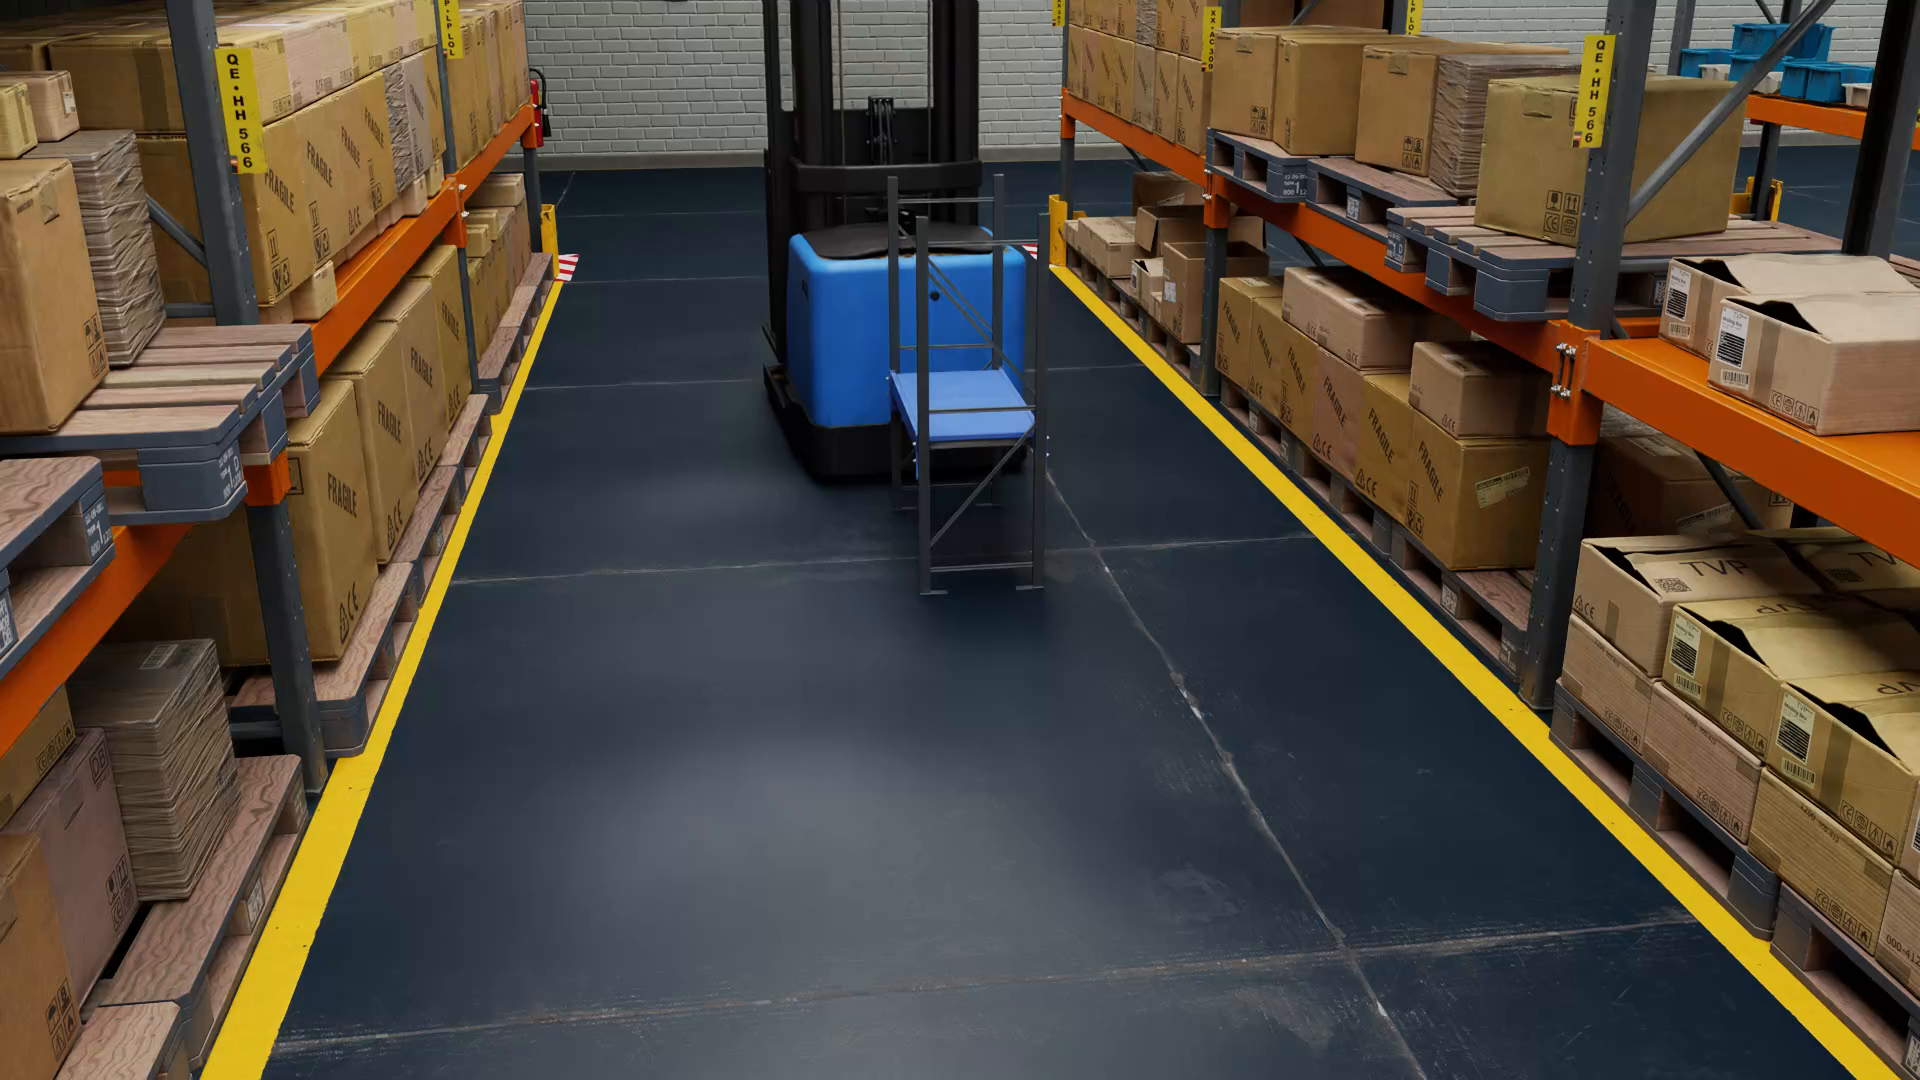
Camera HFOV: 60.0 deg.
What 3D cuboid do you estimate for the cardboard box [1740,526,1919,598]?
[{"bbox_3d":[2.753,0.133,5.102,0.500,0.311,0.500,-2,21,-6],"label":"cardboard box"}]

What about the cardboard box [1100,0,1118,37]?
[{"bbox_3d":[1.234,-3.629,11.073,0.500,0.500,0.500,-3,21,-7],"label":"cardboard box"}]

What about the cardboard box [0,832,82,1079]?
[{"bbox_3d":[-2.254,0.953,3.322,0.700,0.500,0.500,-3,21,-8],"label":"cardboard box"}]

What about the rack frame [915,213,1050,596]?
[{"bbox_3d":[0.086,-0.497,6.403,0.500,1.500,0.032,-3,21,-8],"label":"rack frame"}]

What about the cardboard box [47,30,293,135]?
[{"bbox_3d":[-2.282,-1.341,4.851,0.500,0.250,0.500,-2,21,-6],"label":"cardboard box"}]

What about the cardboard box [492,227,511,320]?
[{"bbox_3d":[-3.192,-1.640,10.294,0.700,0.500,0.500,-2,21,-6],"label":"cardboard box"}]

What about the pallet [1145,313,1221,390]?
[{"bbox_3d":[1.759,-1.181,10.078,1.003,0.211,1.213,-3,21,-8],"label":"pallet"}]

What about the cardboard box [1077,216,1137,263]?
[{"bbox_3d":[1.150,-2.177,12.059,0.500,0.250,0.500,-3,21,-8],"label":"cardboard box"}]

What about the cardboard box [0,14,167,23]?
[{"bbox_3d":[-2.932,-1.662,5.710,0.500,0.250,0.500,-3,21,-9],"label":"cardboard box"}]

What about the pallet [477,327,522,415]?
[{"bbox_3d":[-3.077,-0.960,9.484,1.003,0.211,1.213,-3,21,-8],"label":"pallet"}]

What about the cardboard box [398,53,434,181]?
[{"bbox_3d":[-2.645,-1.871,7.342,0.500,0.500,0.500,-3,21,-7],"label":"cardboard box"}]

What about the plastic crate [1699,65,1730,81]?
[{"bbox_3d":[5.857,-3.571,12.780,0.250,0.136,0.298,-3,21,-8],"label":"plastic crate"}]

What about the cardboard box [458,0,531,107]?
[{"bbox_3d":[-3.538,-3.348,11.465,0.980,0.700,0.700,-2,21,-5],"label":"cardboard box"}]

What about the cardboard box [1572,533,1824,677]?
[{"bbox_3d":[2.219,0.160,5.029,0.500,0.311,0.500,-2,21,-6],"label":"cardboard box"}]

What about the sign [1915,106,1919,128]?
[{"bbox_3d":[2.982,-1.436,5.120,0.100,0.325,0.005,-3,21,-8],"label":"sign"}]

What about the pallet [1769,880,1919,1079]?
[{"bbox_3d":[2.686,1.150,3.836,1.003,0.211,1.213,-3,21,-8],"label":"pallet"}]

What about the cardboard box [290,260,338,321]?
[{"bbox_3d":[-2.268,-0.815,5.442,0.380,0.149,0.250,-2,21,-6],"label":"cardboard box"}]

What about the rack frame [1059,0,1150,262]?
[{"bbox_3d":[1.280,-3.635,12.661,1.000,3.000,0.127,-3,21,-8],"label":"rack frame"}]

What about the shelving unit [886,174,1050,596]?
[{"bbox_3d":[0.012,-0.673,6.875,0.538,1.500,1.048,-3,21,-8],"label":"shelving unit"}]

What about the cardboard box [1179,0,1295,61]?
[{"bbox_3d":[1.528,-2.927,9.194,0.500,0.500,0.500,-3,21,-7],"label":"cardboard box"}]

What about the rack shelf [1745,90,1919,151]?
[{"bbox_3d":[6.471,-2.854,11.598,1.077,0.370,4.000,-3,21,-8],"label":"rack shelf"}]

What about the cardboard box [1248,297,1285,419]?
[{"bbox_3d":[1.774,-0.921,8.339,0.500,0.500,0.500,-3,21,-7],"label":"cardboard box"}]

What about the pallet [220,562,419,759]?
[{"bbox_3d":[-2.507,0.416,5.801,1.003,0.211,1.213,-3,21,-8],"label":"pallet"}]

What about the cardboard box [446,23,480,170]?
[{"bbox_3d":[-3.106,-2.328,8.733,0.980,0.700,0.700,-3,21,-7],"label":"cardboard box"}]

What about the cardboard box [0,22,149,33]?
[{"bbox_3d":[-2.861,-1.484,5.234,0.500,0.250,0.500,-4,21,-10],"label":"cardboard box"}]

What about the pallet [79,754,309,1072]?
[{"bbox_3d":[-2.357,0.963,4.336,1.003,0.211,1.213,-3,21,-8],"label":"pallet"}]

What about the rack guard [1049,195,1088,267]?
[{"bbox_3d":[1.291,-2.437,13.028,1.175,0.500,0.348,-3,21,-8],"label":"rack guard"}]

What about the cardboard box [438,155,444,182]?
[{"bbox_3d":[-2.715,-1.788,8.046,0.380,0.149,0.250,-3,21,-7],"label":"cardboard box"}]

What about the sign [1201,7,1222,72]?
[{"bbox_3d":[1.321,-2.625,8.721,0.100,0.325,0.005,-3,21,-8],"label":"sign"}]

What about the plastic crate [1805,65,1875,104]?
[{"bbox_3d":[6.125,-3.171,11.573,0.416,0.233,0.300,-3,21,-8],"label":"plastic crate"}]

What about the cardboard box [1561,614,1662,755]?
[{"bbox_3d":[2.219,0.423,5.127,0.500,0.250,0.500,-3,21,-8],"label":"cardboard box"}]

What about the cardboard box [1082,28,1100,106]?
[{"bbox_3d":[1.163,-3.336,11.719,0.500,0.500,0.500,-3,21,-8],"label":"cardboard box"}]

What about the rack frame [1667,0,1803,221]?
[{"bbox_3d":[6.183,-3.883,13.326,1.000,3.000,0.127,-3,21,-8],"label":"rack frame"}]

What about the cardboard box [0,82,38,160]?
[{"bbox_3d":[-2.327,-0.942,3.752,0.380,0.149,0.250,-6,21,-17],"label":"cardboard box"}]

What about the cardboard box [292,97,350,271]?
[{"bbox_3d":[-2.351,-1.172,5.471,0.500,0.500,0.500,-2,21,-6],"label":"cardboard box"}]

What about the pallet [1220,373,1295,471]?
[{"bbox_3d":[2.012,-0.664,8.692,1.003,0.211,1.213,-3,21,-8],"label":"pallet"}]

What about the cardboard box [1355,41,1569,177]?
[{"bbox_3d":[2.173,-1.885,7.232,0.700,0.500,0.500,-8,22,-21],"label":"cardboard box"}]

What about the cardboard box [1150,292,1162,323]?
[{"bbox_3d":[1.381,-1.430,10.204,0.380,0.149,0.250,-3,21,-8],"label":"cardboard box"}]

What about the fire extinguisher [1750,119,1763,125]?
[{"bbox_3d":[6.611,-3.748,13.606,0.296,0.674,0.183,-3,21,-8],"label":"fire extinguisher"}]

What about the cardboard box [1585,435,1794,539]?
[{"bbox_3d":[2.651,-0.072,6.066,0.500,0.500,0.500,-2,21,-5],"label":"cardboard box"}]

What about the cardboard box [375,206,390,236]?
[{"bbox_3d":[-2.576,-1.346,6.862,0.380,0.149,0.250,-3,21,-9],"label":"cardboard box"}]

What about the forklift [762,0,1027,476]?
[{"bbox_3d":[-0.499,-2.156,8.799,1.130,2.935,3.031,-4,21,-12],"label":"forklift"}]

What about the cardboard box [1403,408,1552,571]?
[{"bbox_3d":[2.067,-0.212,6.440,0.500,0.500,0.500,-2,21,-6],"label":"cardboard box"}]

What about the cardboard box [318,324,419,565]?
[{"bbox_3d":[-2.564,-0.368,6.387,0.750,0.750,0.750,-3,21,-8],"label":"cardboard box"}]

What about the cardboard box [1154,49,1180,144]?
[{"bbox_3d":[1.455,-2.635,9.842,0.500,0.500,0.500,-2,21,-6],"label":"cardboard box"}]

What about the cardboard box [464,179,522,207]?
[{"bbox_3d":[-3.185,-2.352,11.272,0.380,0.149,0.250,-2,21,-6],"label":"cardboard box"}]
